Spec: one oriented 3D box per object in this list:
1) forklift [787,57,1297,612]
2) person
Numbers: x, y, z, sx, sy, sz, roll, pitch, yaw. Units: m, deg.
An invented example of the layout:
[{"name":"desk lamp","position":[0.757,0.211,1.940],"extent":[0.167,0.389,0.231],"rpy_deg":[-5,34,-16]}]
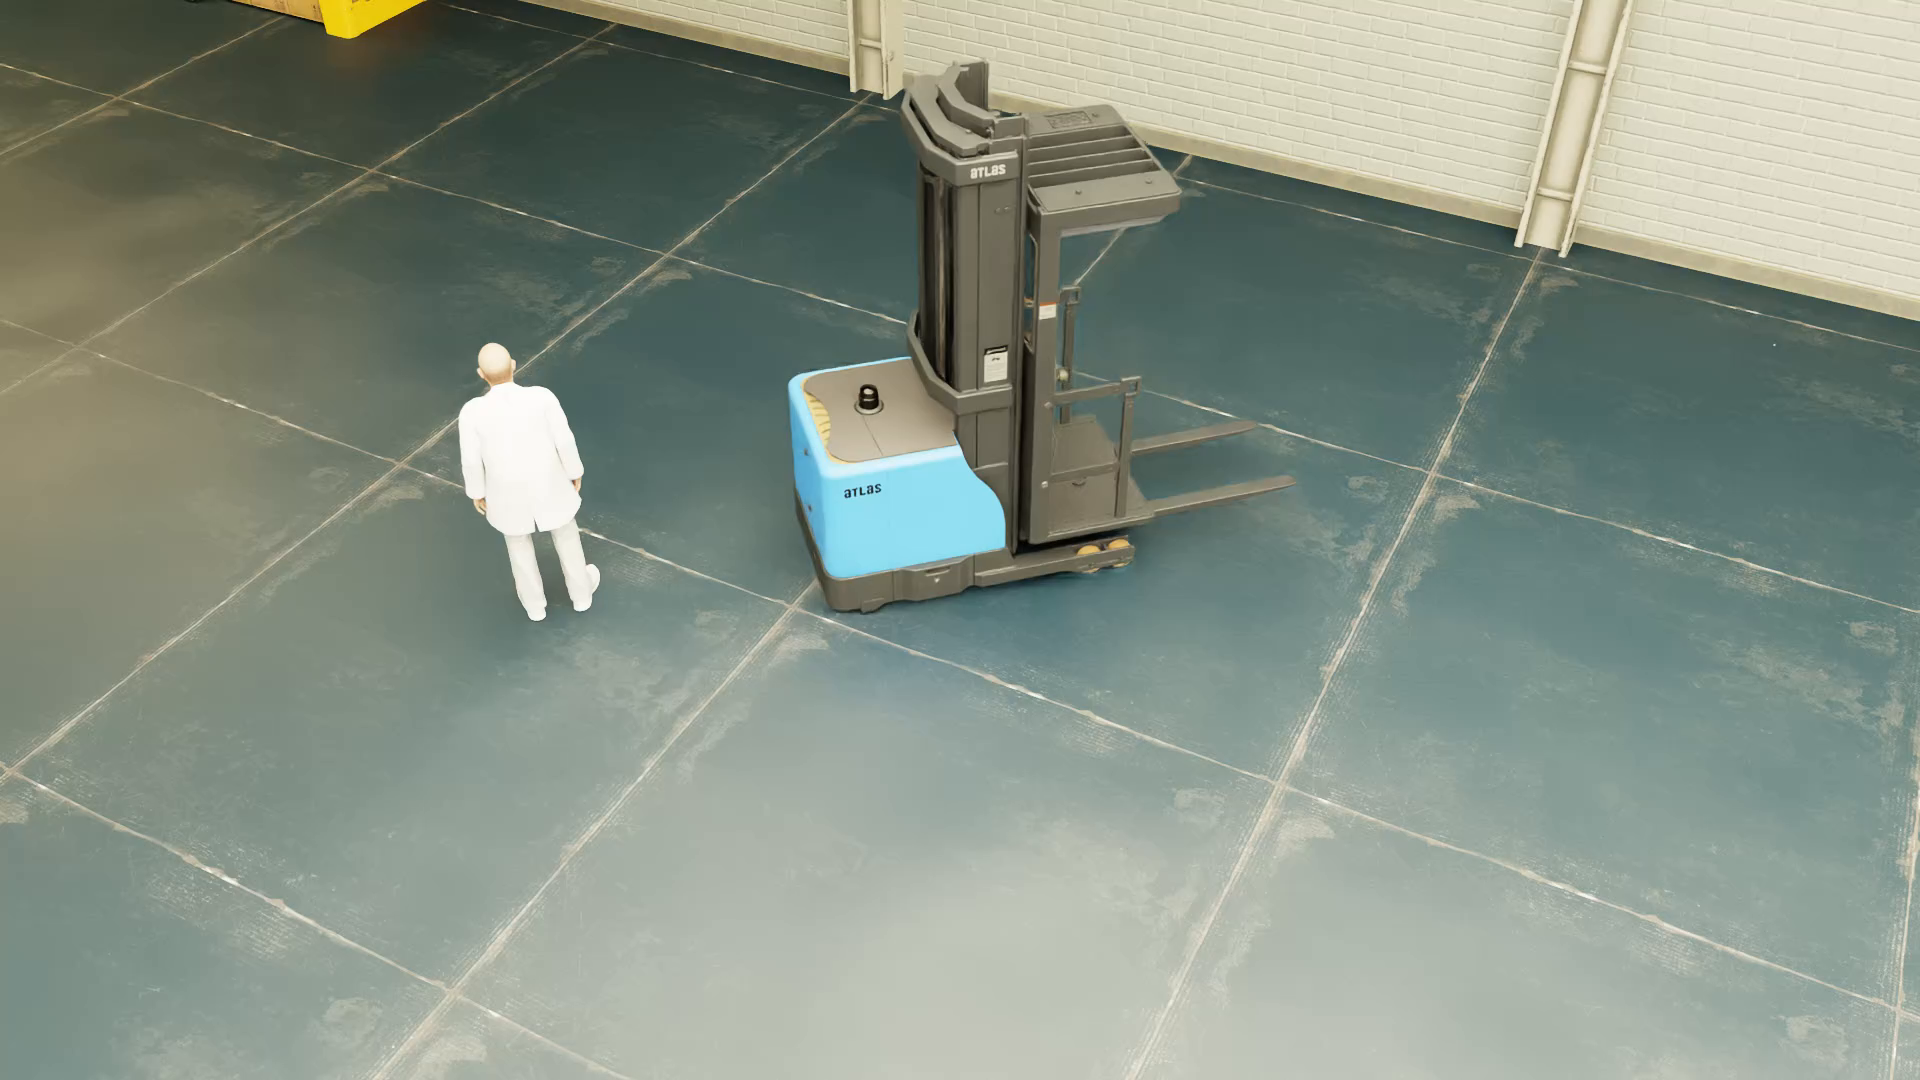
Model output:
[{"name":"forklift","position":[0.552,-1.239,9.458],"extent":[3.031,2.935,1.130],"rpy_deg":[-11,41,-13]},{"name":"person","position":[-2.416,-0.313,9.258],"extent":[0.647,1.772,0.430],"rpy_deg":[-12,41,-13]}]
